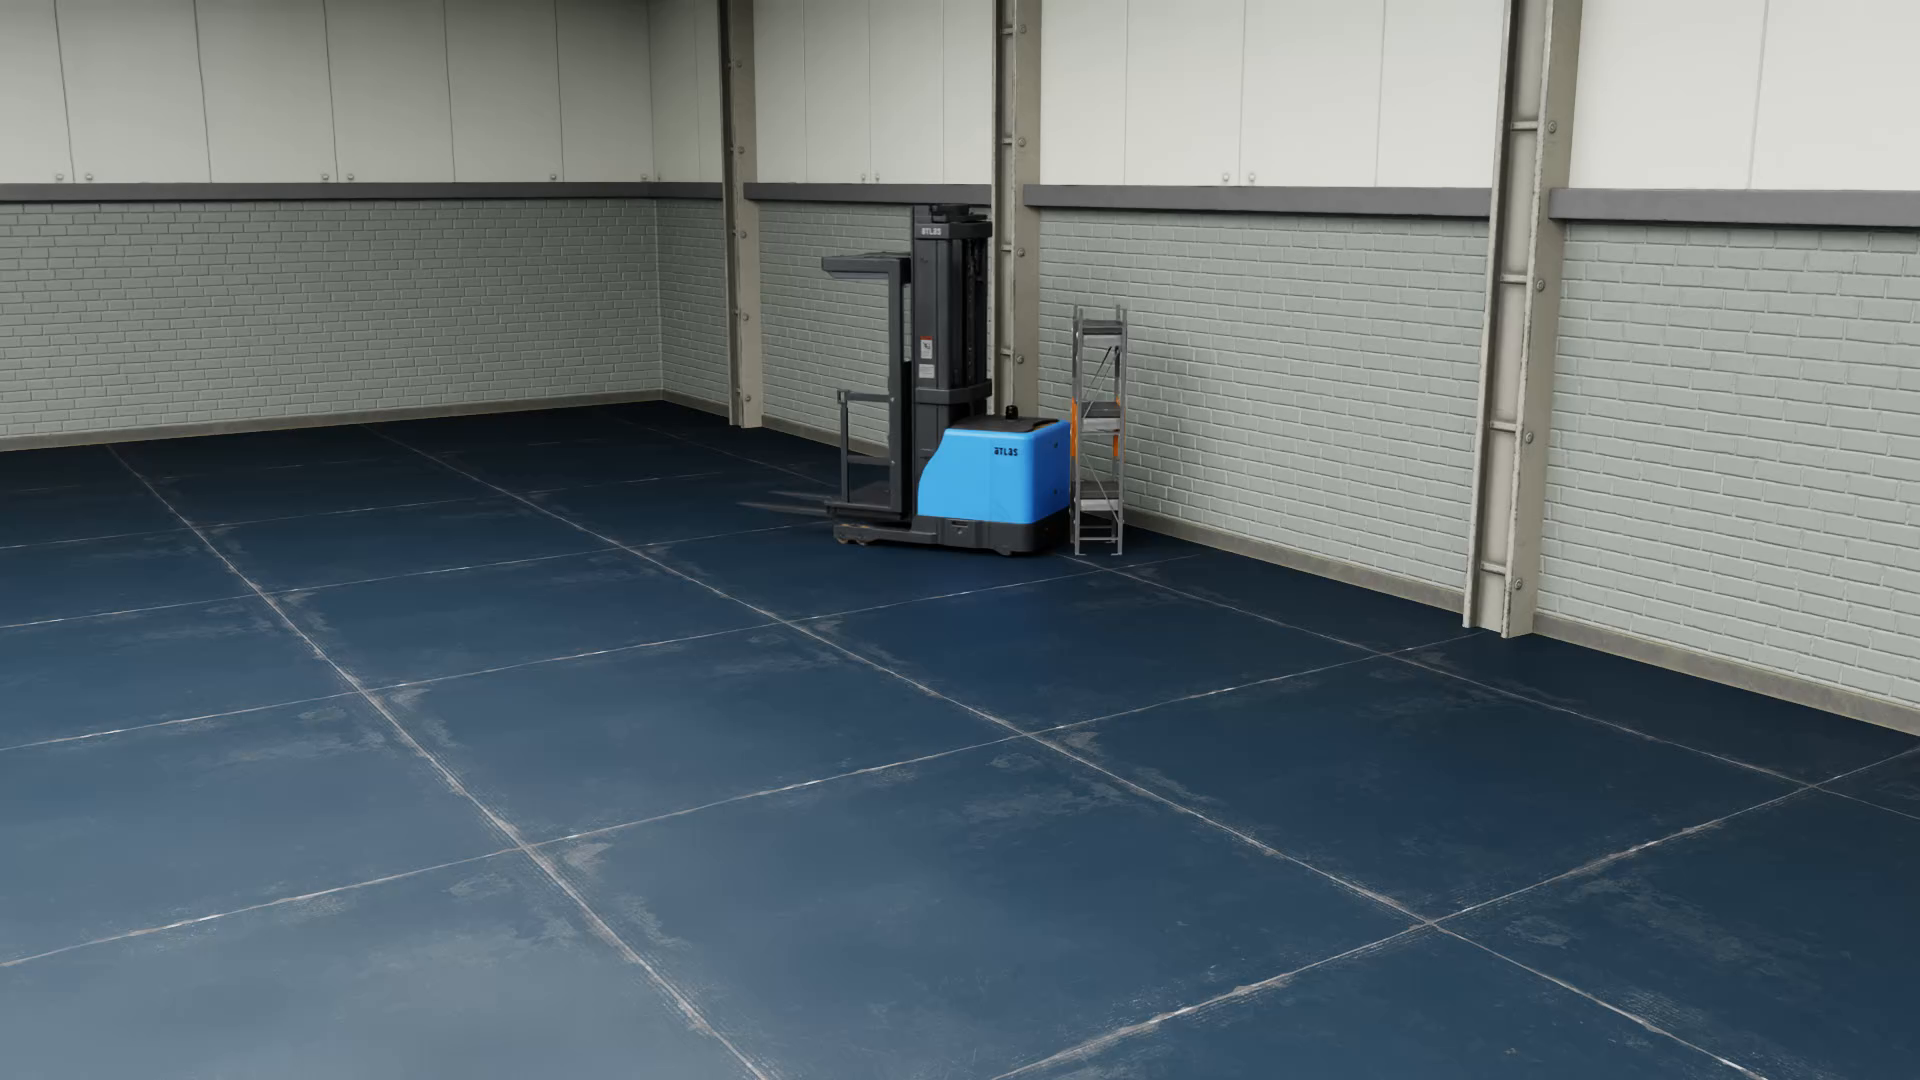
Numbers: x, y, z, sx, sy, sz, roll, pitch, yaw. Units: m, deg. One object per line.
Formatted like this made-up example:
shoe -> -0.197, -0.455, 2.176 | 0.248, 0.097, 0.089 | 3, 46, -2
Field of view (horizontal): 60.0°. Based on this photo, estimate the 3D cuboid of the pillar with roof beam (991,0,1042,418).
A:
pillar with roof beam -> -3.042, -4.315, 13.529 | 9.100, 9.000, 0.400 | -8, 15, -33

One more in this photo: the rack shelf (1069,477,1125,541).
rack shelf -> 1.182, -0.250, 14.431 | 0.431, 0.518, 0.480 | 0, 12, -1

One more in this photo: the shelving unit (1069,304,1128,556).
shelving unit -> 1.182, -0.947, 14.278 | 0.431, 2.100, 0.503 | 0, 12, -1

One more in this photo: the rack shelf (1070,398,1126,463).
rack shelf -> 1.182, -0.934, 14.281 | 0.431, 0.518, 0.480 | 0, 12, -1

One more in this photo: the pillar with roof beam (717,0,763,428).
pillar with roof beam -> -6.367, -5.382, 18.409 | 9.100, 9.000, 0.400 | -8, 15, -33

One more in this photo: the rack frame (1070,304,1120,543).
rack frame -> 1.176, -0.999, 14.517 | 0.400, 2.100, 0.015 | 0, 12, -1

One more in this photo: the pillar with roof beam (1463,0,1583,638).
pillar with roof beam -> 0.282, -3.248, 8.650 | 9.100, 9.000, 0.400 | -8, 15, -33

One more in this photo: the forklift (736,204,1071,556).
forklift -> -0.565, -1.488, 14.804 | 3.031, 2.935, 1.130 | 6, 14, 24

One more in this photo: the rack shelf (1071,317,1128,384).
rack shelf -> 1.182, -1.618, 14.132 | 0.431, 0.518, 0.480 | 0, 12, -1

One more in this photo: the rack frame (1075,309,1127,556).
rack frame -> 1.187, -0.895, 14.040 | 0.400, 2.100, 0.015 | 0, 12, -1
